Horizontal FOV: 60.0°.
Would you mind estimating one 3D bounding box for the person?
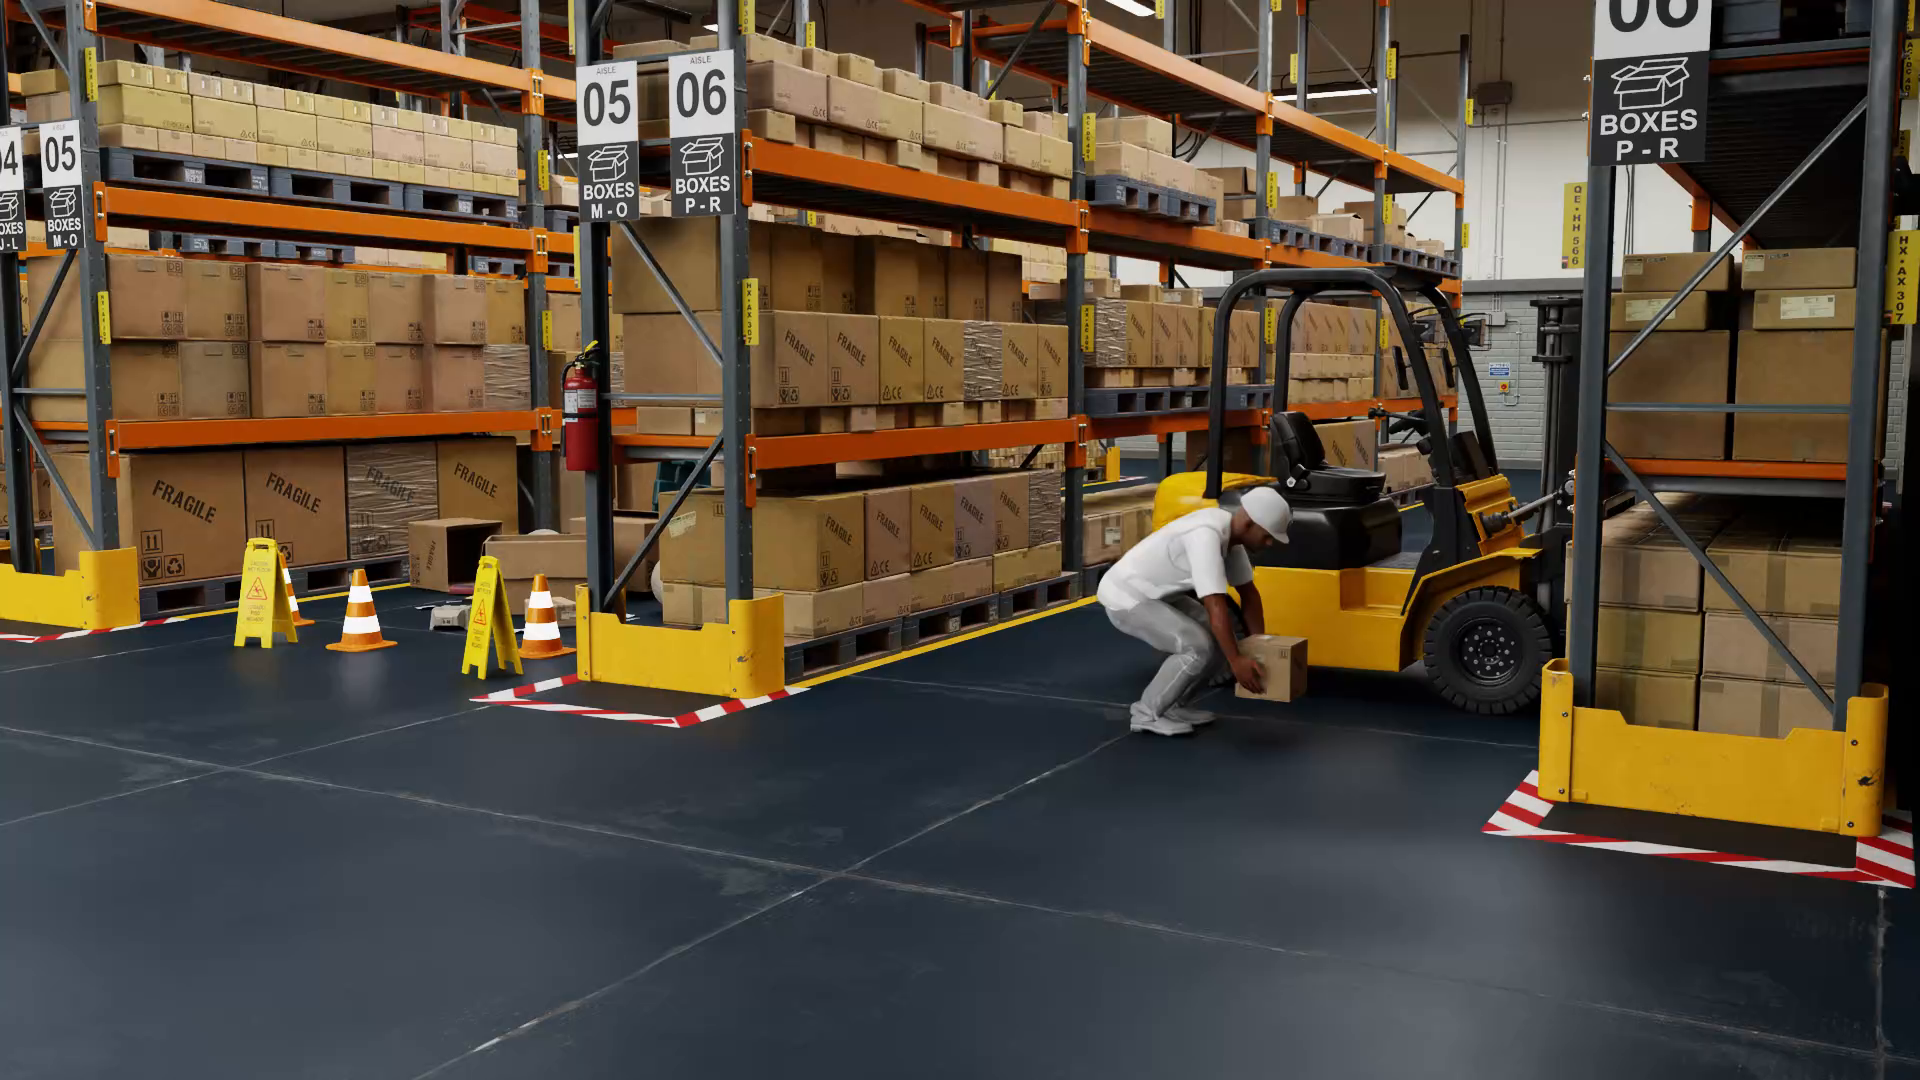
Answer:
[{"bbox_3d":[1.081,0.309,7.633,0.857,1.132,0.607,3,7,28],"label":"person"}]
